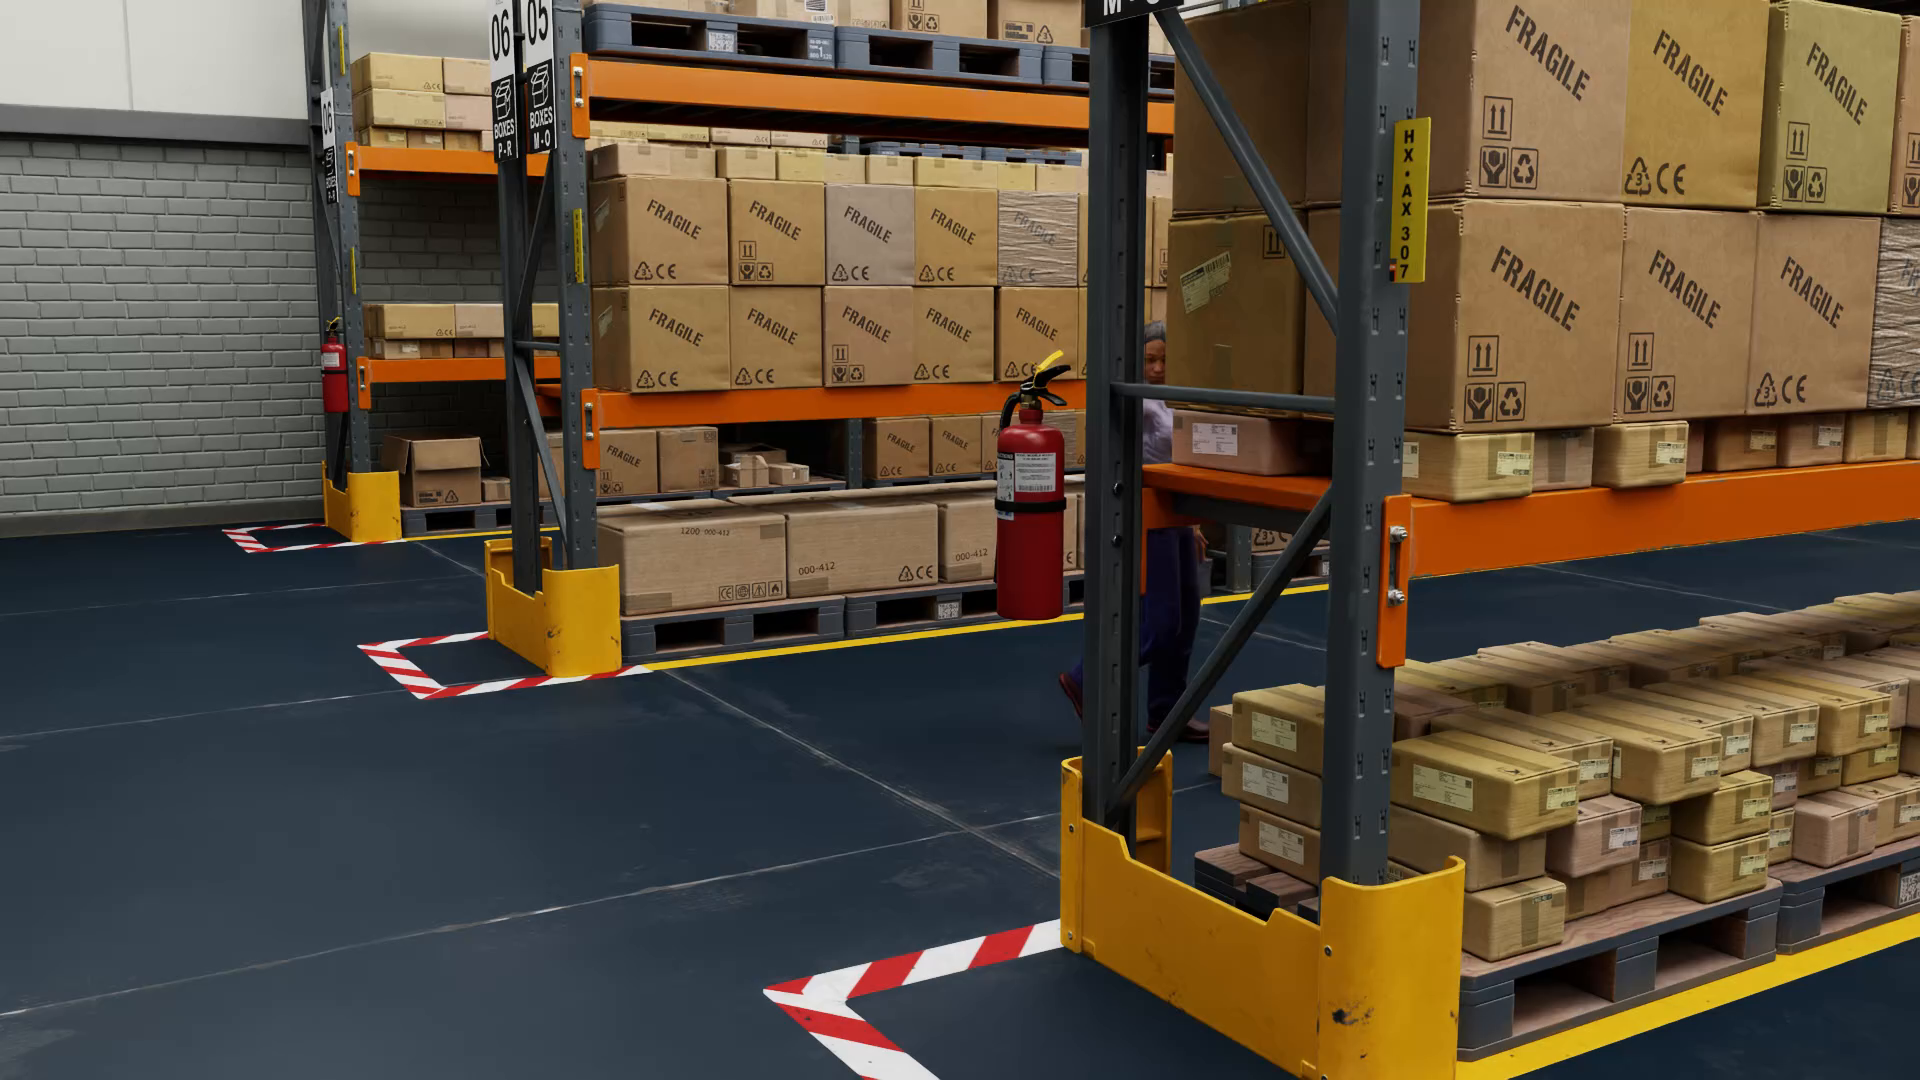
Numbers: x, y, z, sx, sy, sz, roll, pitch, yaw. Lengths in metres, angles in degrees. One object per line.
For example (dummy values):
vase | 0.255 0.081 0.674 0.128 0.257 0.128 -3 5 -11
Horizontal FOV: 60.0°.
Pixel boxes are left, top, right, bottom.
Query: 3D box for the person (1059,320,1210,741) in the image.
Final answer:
person | 0.717 -0.023 6.446 0.556 1.645 0.523 4 9 27
